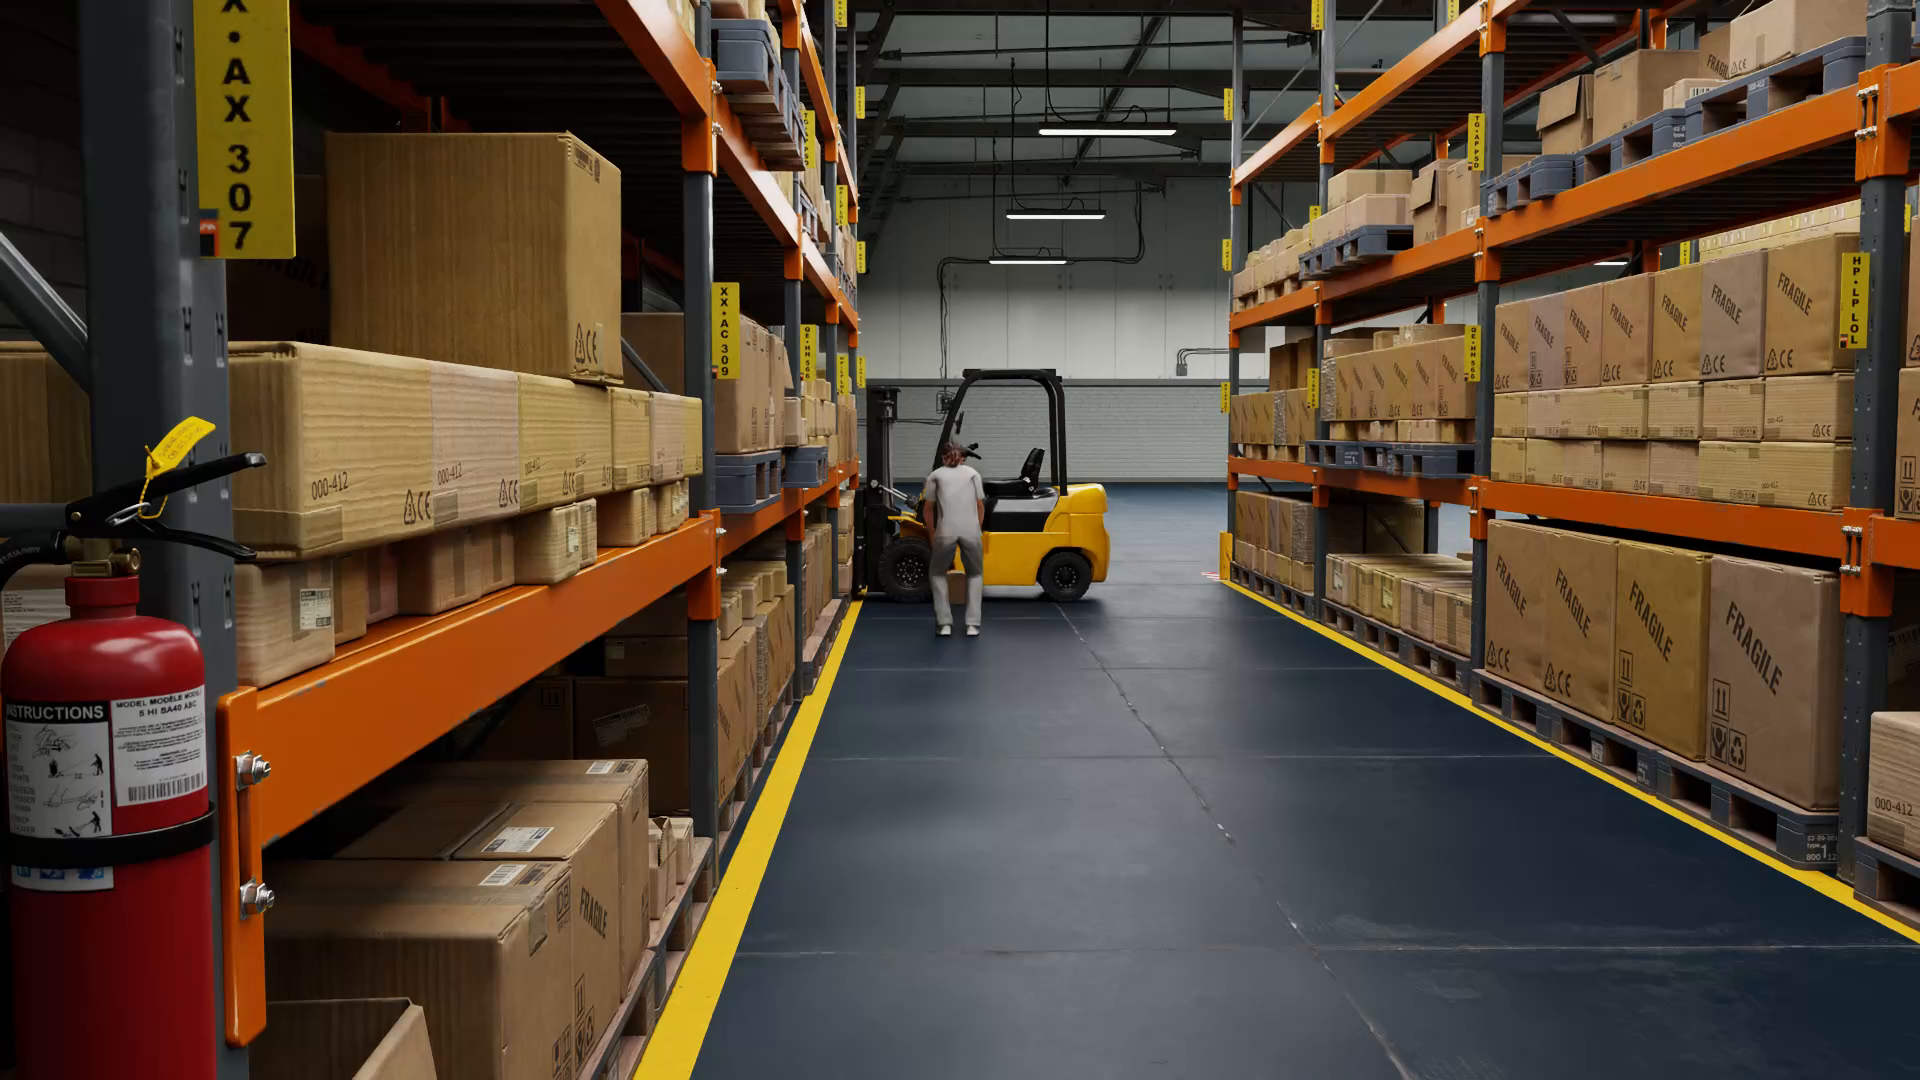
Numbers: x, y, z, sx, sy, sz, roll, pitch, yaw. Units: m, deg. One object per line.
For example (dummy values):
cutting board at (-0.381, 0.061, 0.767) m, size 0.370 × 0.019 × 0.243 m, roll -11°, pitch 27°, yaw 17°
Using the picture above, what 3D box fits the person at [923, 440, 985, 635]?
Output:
person at (-0.049, -0.016, 12.961) m, size 0.483 × 1.515 × 0.532 m, roll 0°, pitch 4°, yaw -1°
